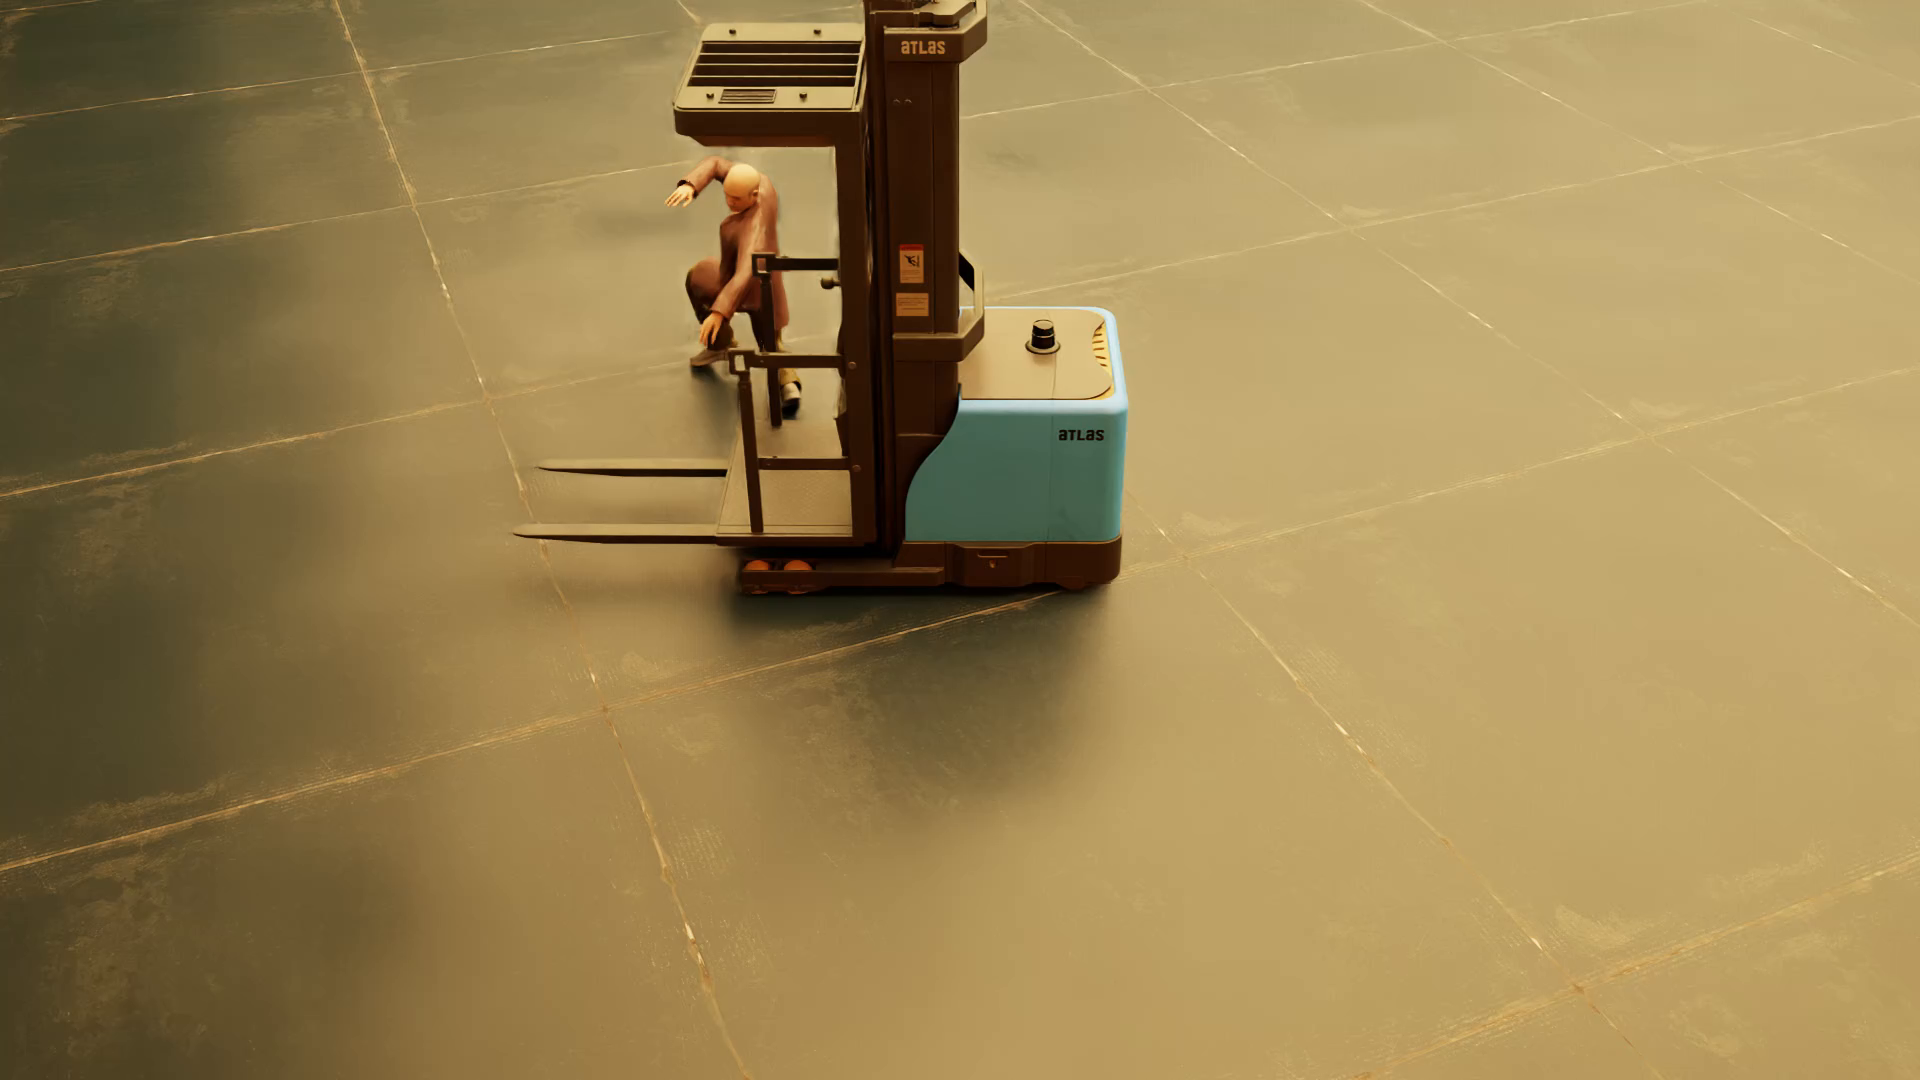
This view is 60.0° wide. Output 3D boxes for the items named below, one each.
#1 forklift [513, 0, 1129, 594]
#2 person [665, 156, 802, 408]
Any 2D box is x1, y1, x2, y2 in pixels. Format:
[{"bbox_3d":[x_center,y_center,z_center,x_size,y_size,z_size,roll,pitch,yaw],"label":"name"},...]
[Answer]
[{"bbox_3d":[-0.716,-1.232,7.832,3.031,2.935,1.130,0,35,0],"label":"forklift"},{"bbox_3d":[-1.357,-1.410,9.349,1.052,1.478,0.958,26,43,31],"label":"person"}]
